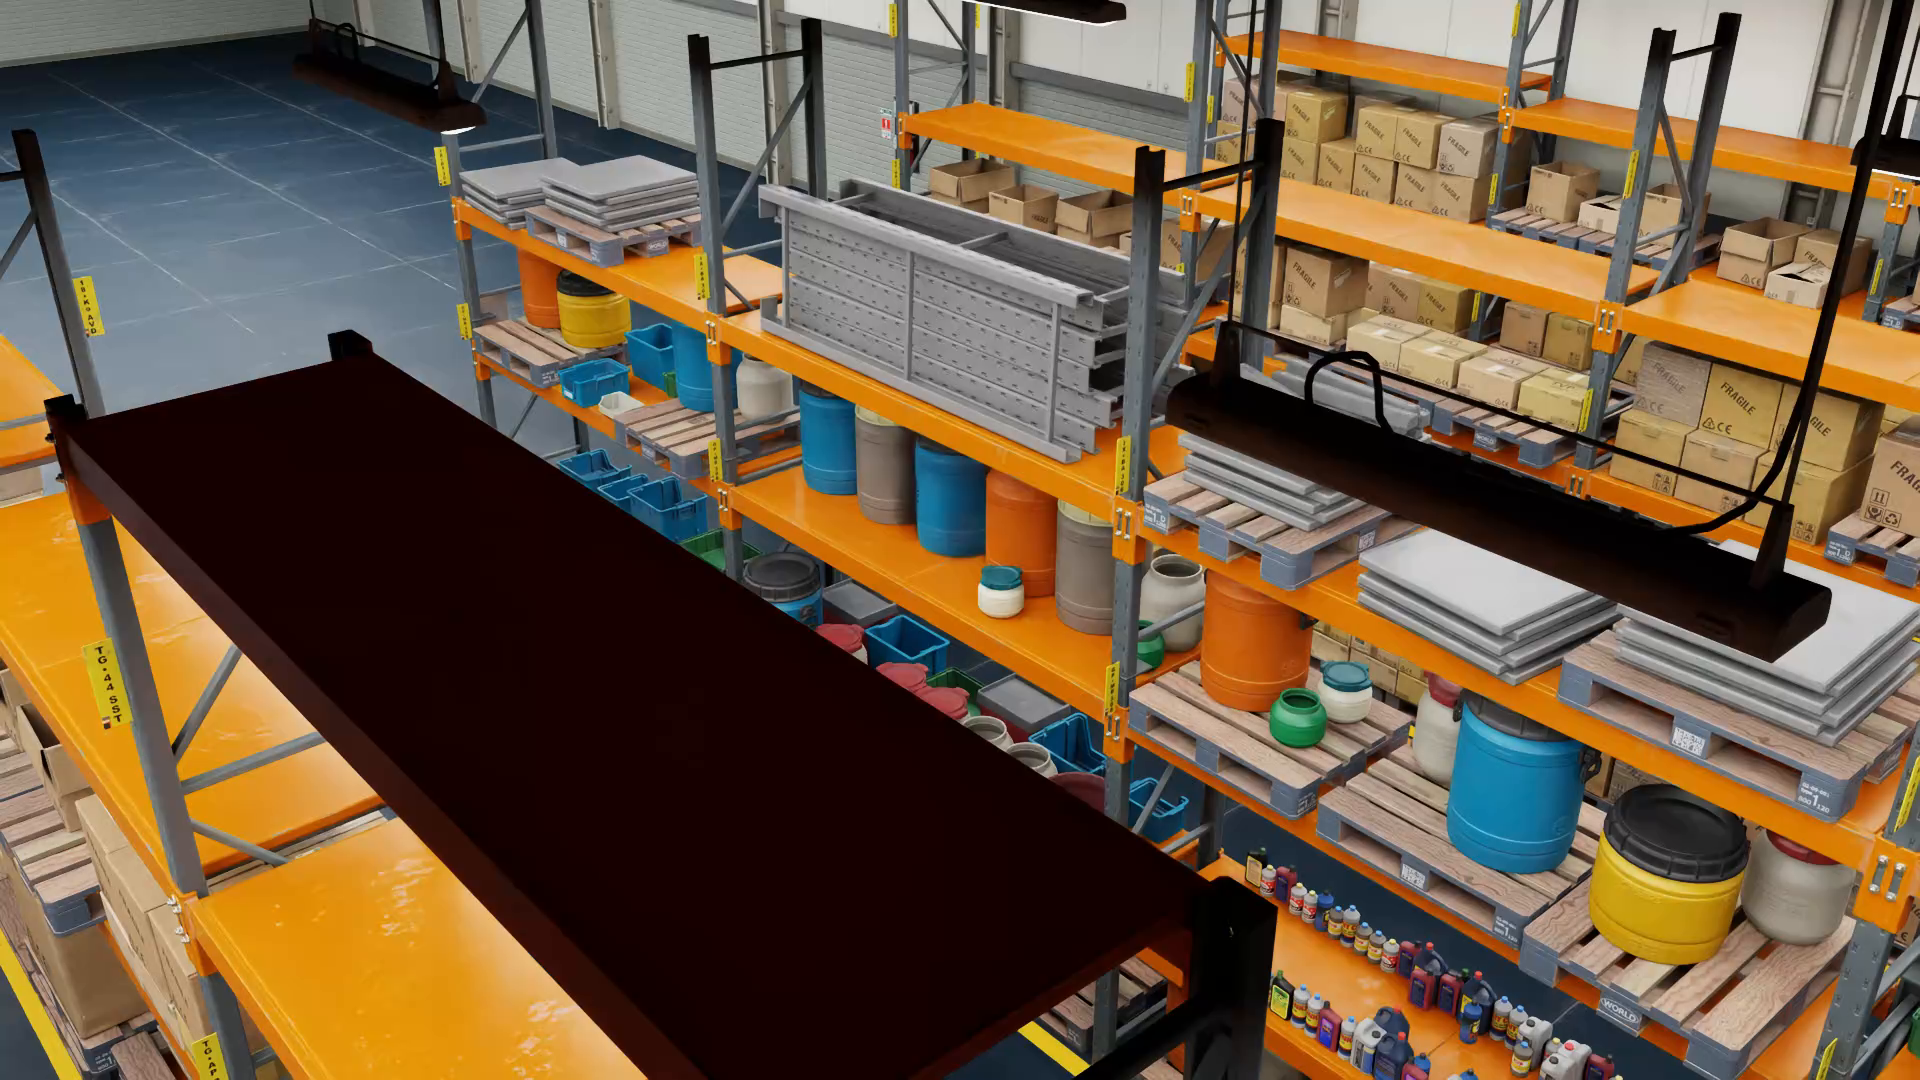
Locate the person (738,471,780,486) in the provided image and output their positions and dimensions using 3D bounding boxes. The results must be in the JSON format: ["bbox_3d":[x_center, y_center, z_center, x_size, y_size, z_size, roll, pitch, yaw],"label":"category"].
[{"bbox_3d":[-2.376,-1.403,18.377,0.741,1.753,0.560,-21,34,-35],"label":"person"}]
